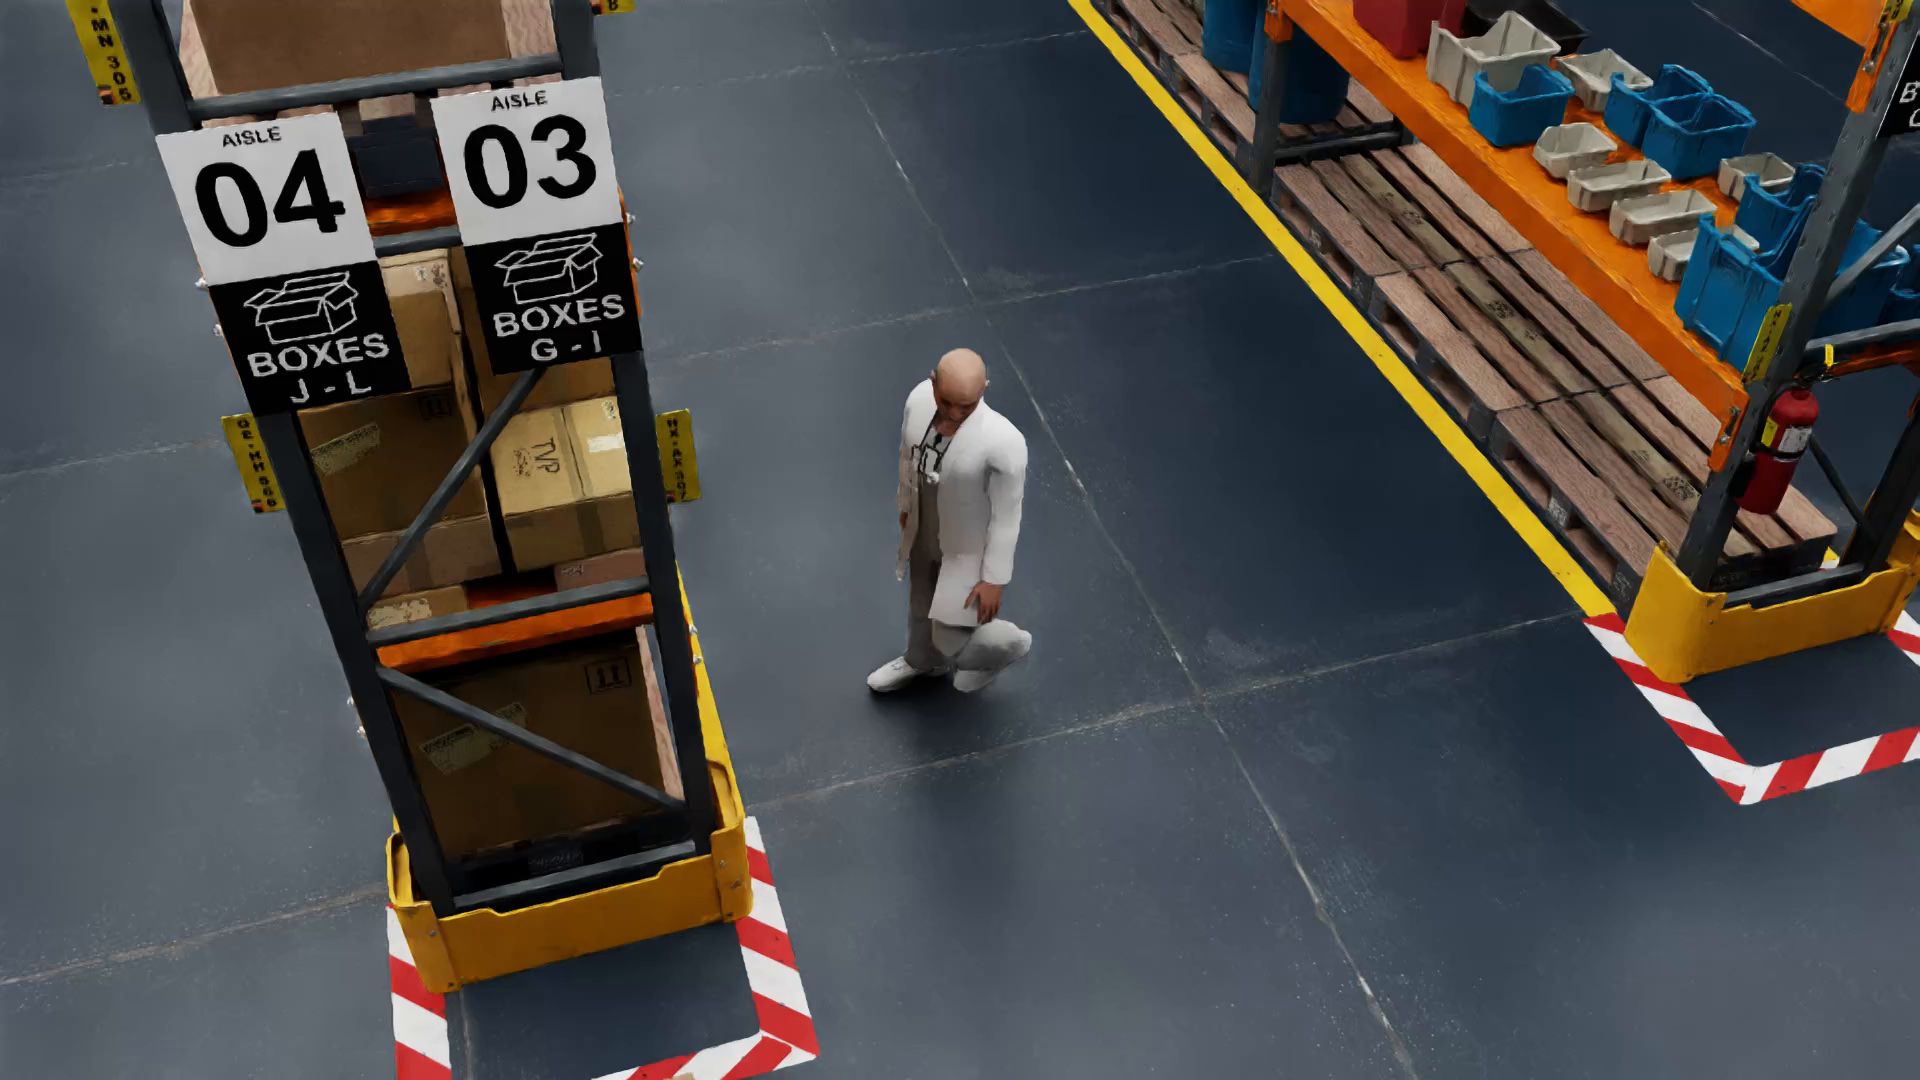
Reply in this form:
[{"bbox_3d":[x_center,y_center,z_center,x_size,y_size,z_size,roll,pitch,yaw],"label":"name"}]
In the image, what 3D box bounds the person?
[{"bbox_3d":[0.010,-0.017,6.175,0.555,1.763,0.640,-31,50,-30],"label":"person"}]
